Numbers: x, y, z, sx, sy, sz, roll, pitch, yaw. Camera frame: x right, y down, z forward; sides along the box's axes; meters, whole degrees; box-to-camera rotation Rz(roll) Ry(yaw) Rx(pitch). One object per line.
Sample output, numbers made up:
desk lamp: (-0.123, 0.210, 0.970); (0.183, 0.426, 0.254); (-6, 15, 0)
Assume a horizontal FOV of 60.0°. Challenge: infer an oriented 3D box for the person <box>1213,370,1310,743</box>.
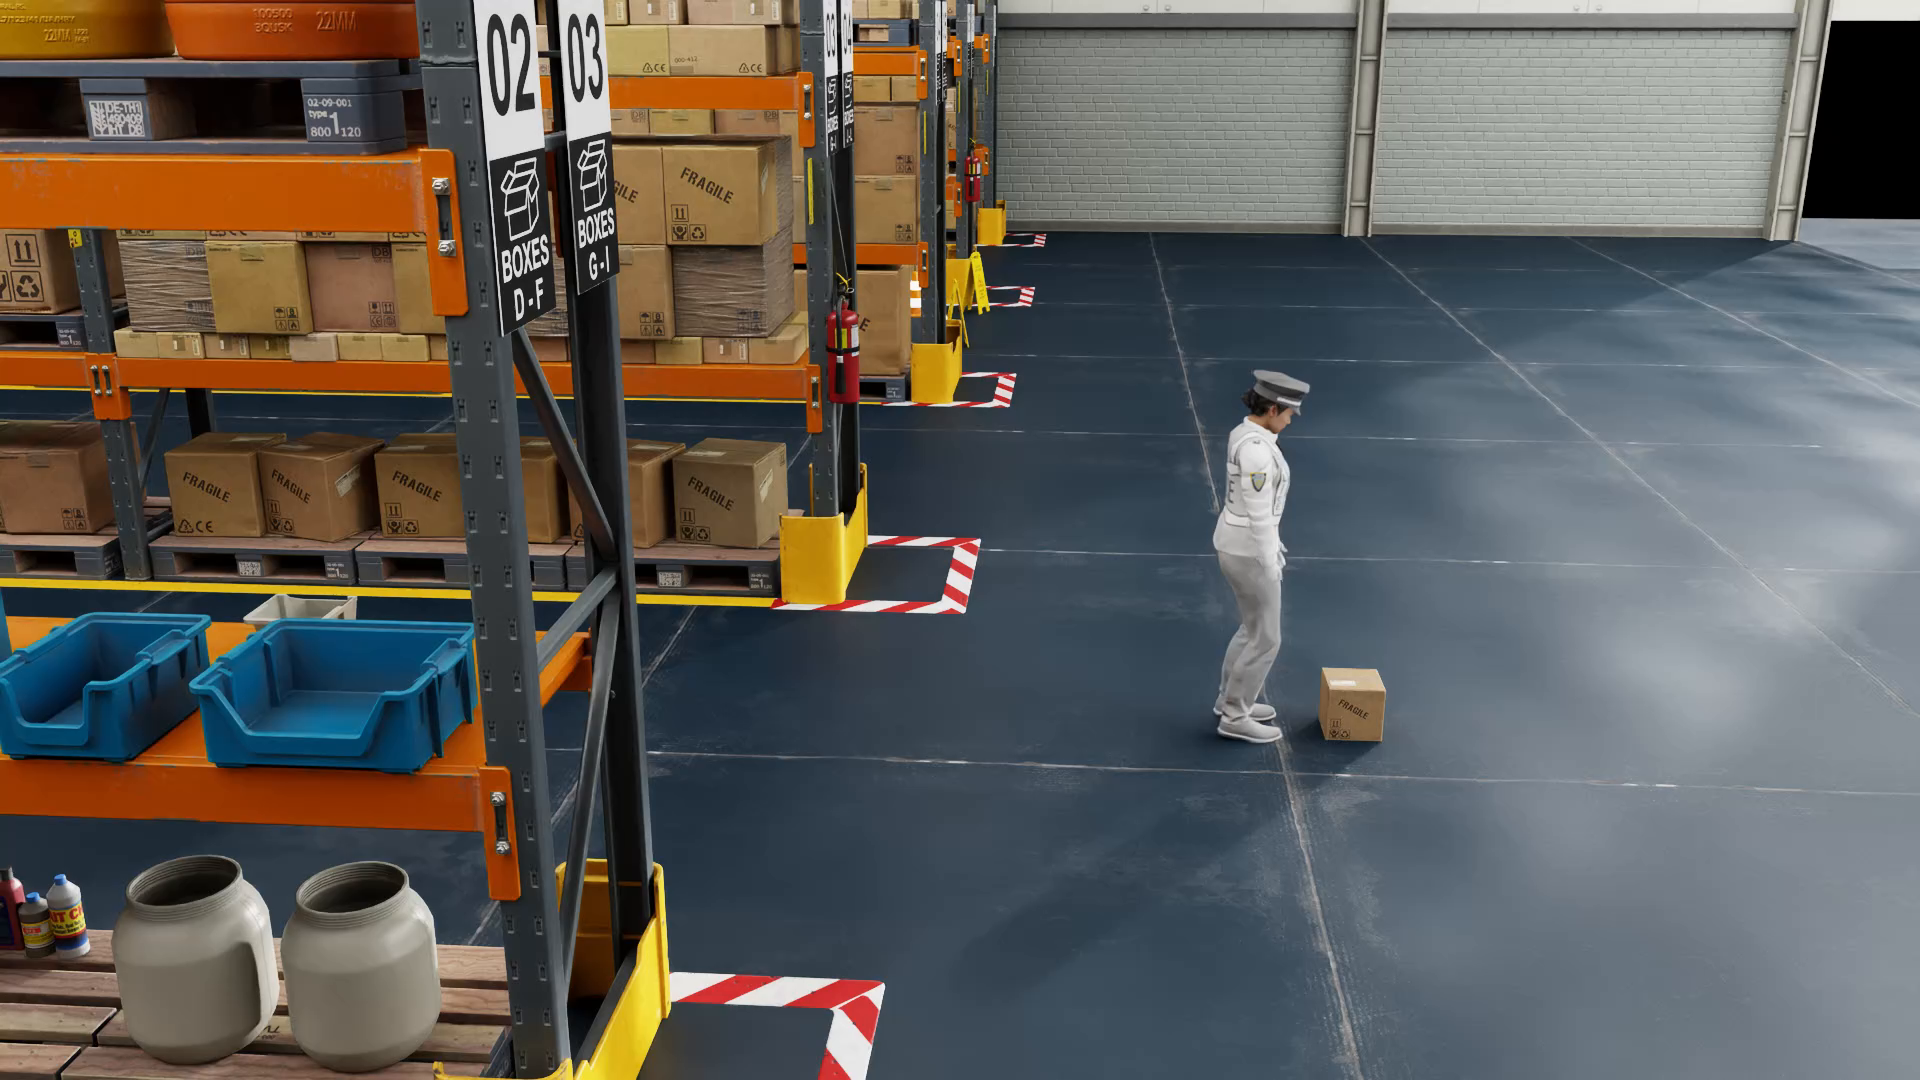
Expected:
person: (1.313, 0.066, 7.385); (0.381, 1.652, 0.485); (2, 18, 5)
